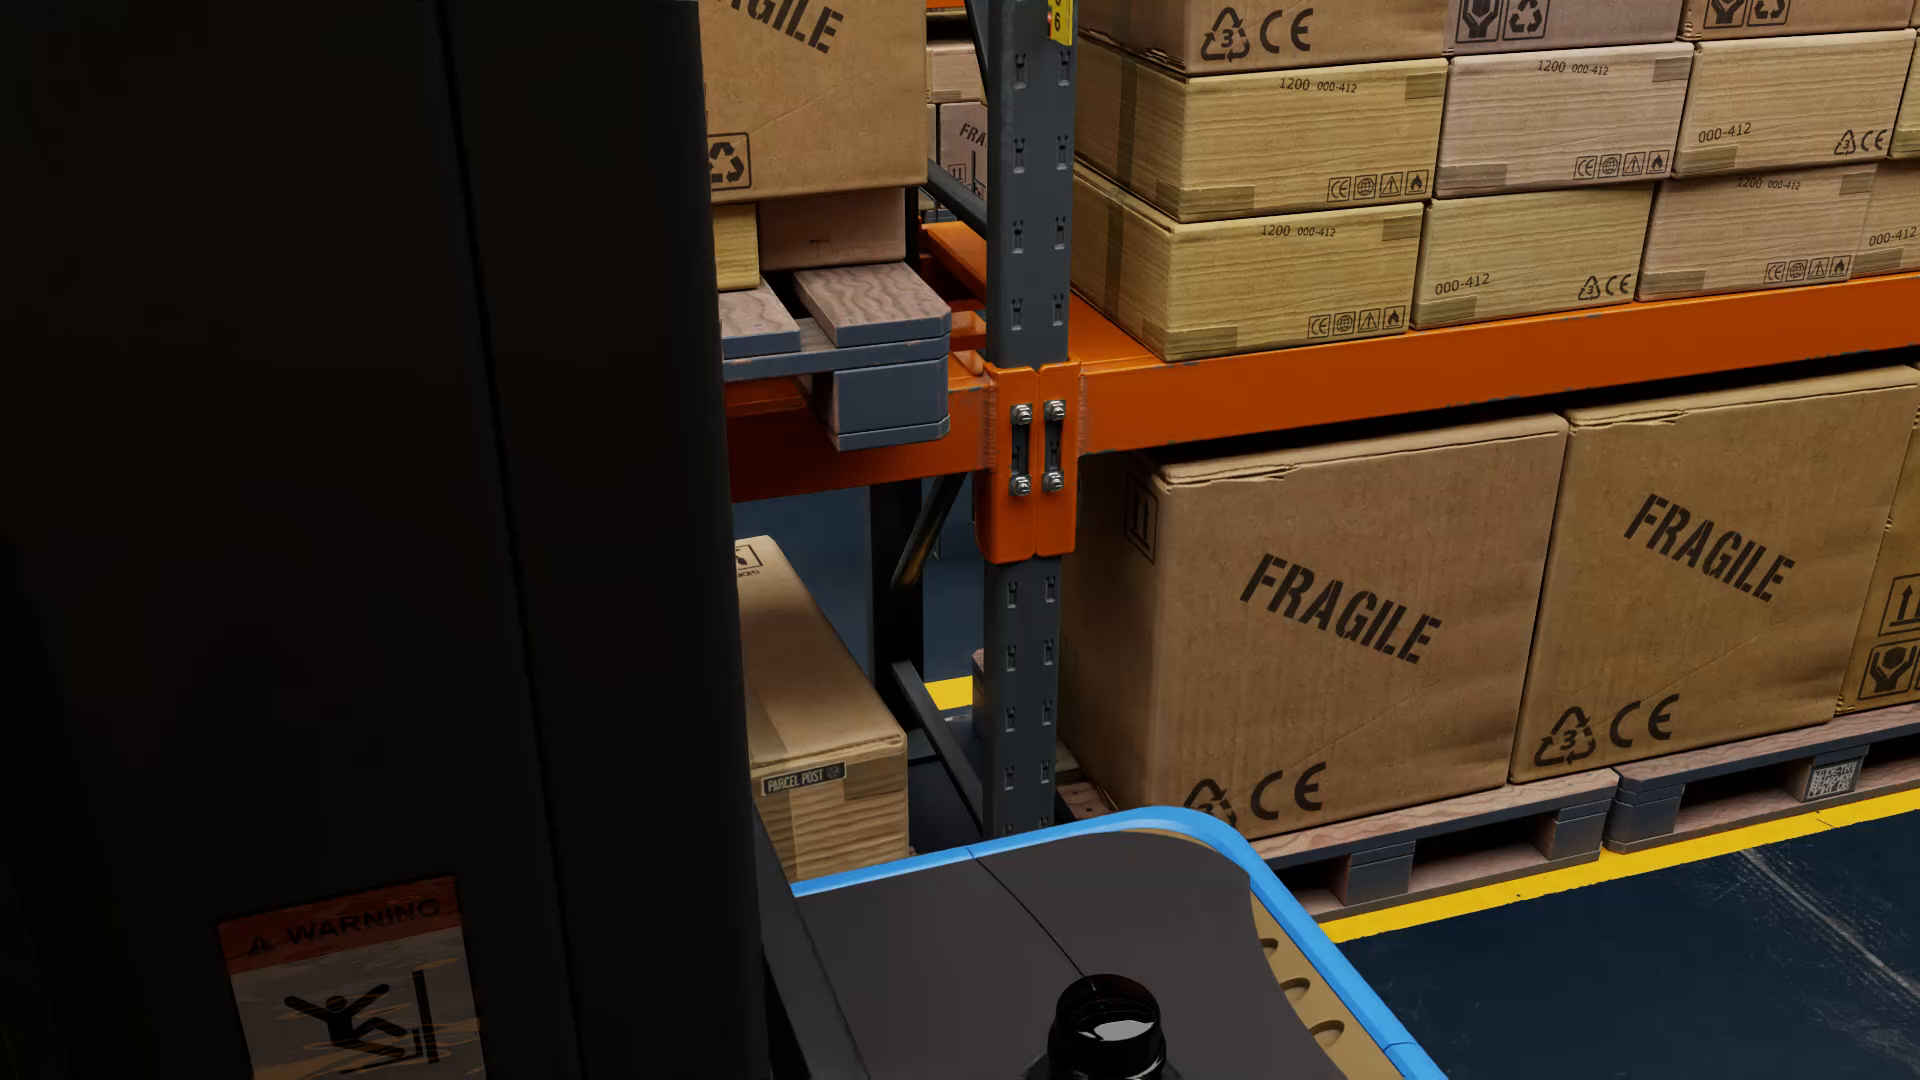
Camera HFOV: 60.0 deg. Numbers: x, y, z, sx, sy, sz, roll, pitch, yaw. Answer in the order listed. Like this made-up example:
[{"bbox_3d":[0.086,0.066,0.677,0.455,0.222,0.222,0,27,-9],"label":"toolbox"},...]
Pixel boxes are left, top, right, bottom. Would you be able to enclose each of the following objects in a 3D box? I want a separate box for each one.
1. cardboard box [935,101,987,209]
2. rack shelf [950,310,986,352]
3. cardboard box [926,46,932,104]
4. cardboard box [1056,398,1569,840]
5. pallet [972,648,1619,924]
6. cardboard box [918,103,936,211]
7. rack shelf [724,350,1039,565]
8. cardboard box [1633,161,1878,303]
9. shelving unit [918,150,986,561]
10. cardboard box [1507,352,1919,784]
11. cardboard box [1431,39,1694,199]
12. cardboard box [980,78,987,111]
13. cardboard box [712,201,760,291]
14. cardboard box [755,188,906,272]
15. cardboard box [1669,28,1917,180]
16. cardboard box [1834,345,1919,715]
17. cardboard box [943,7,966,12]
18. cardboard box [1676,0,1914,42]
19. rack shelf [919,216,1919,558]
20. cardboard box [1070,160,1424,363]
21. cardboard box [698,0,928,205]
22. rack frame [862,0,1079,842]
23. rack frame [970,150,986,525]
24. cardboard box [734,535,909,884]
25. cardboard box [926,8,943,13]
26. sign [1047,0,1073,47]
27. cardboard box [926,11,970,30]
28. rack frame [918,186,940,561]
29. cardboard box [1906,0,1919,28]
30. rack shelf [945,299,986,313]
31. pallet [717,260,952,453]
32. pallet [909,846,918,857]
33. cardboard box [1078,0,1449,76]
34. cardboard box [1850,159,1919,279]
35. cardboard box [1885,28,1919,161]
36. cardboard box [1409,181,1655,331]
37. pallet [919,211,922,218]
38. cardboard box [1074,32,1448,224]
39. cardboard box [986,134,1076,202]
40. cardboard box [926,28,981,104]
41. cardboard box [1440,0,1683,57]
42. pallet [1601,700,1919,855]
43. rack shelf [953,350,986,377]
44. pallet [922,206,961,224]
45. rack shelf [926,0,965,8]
[{"bbox_3d":[0.063,-1.951,8.144,0.500,0.500,0.500,-9,28,-17],"label":"cardboard box"},{"bbox_3d":[-0.014,-0.603,4.946,0.180,0.103,0.258,-8,28,-16],"label":"rack shelf"},{"bbox_3d":[-0.439,-2.216,7.836,0.500,0.250,0.500,-9,28,-17],"label":"cardboard box"},{"bbox_3d":[0.659,0.033,3.726,0.875,0.875,0.875,-8,28,-17],"label":"cardboard box"},{"bbox_3d":[0.750,0.502,4.001,1.213,0.211,1.003,-8,28,-16],"label":"pallet"},{"bbox_3d":[-0.423,-1.878,7.998,0.500,0.500,0.500,-8,27,-15],"label":"cardboard box"},{"bbox_3d":[-1.925,-0.073,2.832,4.000,0.370,1.077,-8,28,-16],"label":"rack shelf"},{"bbox_3d":[1.504,-0.712,3.479,0.500,0.250,0.500,-7,27,-14],"label":"cardboard box"},{"bbox_3d":[-0.014,-0.535,4.979,0.189,1.200,0.258,-8,28,-16],"label":"shelving unit"},{"bbox_3d":[1.509,-0.088,3.970,0.875,0.875,0.875,-8,27,-15],"label":"cardboard box"},{"bbox_3d":[1.027,-0.863,3.221,0.500,0.250,0.500,-8,27,-15],"label":"cardboard box"},{"bbox_3d":[0.359,-1.001,3.500,0.500,0.250,0.500,-8,28,-16],"label":"cardboard box"},{"bbox_3d":[-0.494,-0.534,2.762,0.250,0.149,0.380,-8,27,-15],"label":"cardboard box"},{"bbox_3d":[-0.262,-0.601,2.898,0.250,0.149,0.380,-7,27,-14],"label":"cardboard box"},{"bbox_3d":[1.505,-0.926,3.349,0.500,0.250,0.500,-8,28,-16],"label":"cardboard box"},{"bbox_3d":[2.359,-0.211,4.218,0.875,0.875,0.875,-7,27,-15],"label":"cardboard box"},{"bbox_3d":[0.109,-4.551,12.961,0.875,0.875,1.225,-8,28,-16],"label":"cardboard box"},{"bbox_3d":[1.487,-1.264,3.187,0.500,0.500,0.500,-7,27,-15],"label":"cardboard box"},{"bbox_3d":[1.879,-0.623,3.941,4.000,0.370,1.077,-8,28,-16],"label":"rack shelf"},{"bbox_3d":[0.520,-0.564,3.181,0.500,0.250,0.500,-9,28,-17],"label":"cardboard box"},{"bbox_3d":[-0.369,-0.856,2.682,0.500,0.500,0.500,-9,28,-18],"label":"cardboard box"},{"bbox_3d":[-0.023,-0.670,3.227,0.127,3.000,1.000,-8,28,-16],"label":"rack frame"},{"bbox_3d":[0.073,-0.548,5.005,0.006,1.200,0.240,-8,28,-16],"label":"rack frame"},{"bbox_3d":[-0.563,0.392,3.569,0.625,0.372,0.950,-10,28,-20],"label":"cardboard box"},{"bbox_3d":[-0.740,-4.427,12.712,0.875,0.875,1.225,-9,28,-18],"label":"cardboard box"},{"bbox_3d":[0.154,-0.925,2.527,0.005,0.325,0.100,-8,28,-16],"label":"sign"},{"bbox_3d":[-0.118,-2.496,8.400,0.500,0.250,0.500,-8,27,-15],"label":"cardboard box"},{"bbox_3d":[-0.101,-0.523,4.954,0.006,1.200,0.240,-8,28,-16],"label":"rack frame"},{"bbox_3d":[1.968,-1.332,3.324,0.500,0.500,0.500,-8,27,-15],"label":"cardboard box"},{"bbox_3d":[-0.014,-0.711,4.892,0.180,0.103,0.258,-8,28,-16],"label":"rack shelf"},{"bbox_3d":[-0.668,-0.441,2.981,1.003,0.211,1.213,-8,28,-16],"label":"pallet"},{"bbox_3d":[-0.767,0.686,3.631,1.213,0.211,1.003,-8,28,-16],"label":"pallet"},{"bbox_3d":[0.522,-1.127,2.911,0.500,0.500,0.500,-9,28,-18],"label":"cardboard box"},{"bbox_3d":[1.972,-0.781,3.619,0.500,0.250,0.500,-8,28,-16],"label":"cardboard box"},{"bbox_3d":[1.991,-0.991,3.479,0.500,0.250,0.500,-8,27,-15],"label":"cardboard box"},{"bbox_3d":[1.003,-0.642,3.339,0.500,0.250,0.500,-9,28,-18],"label":"cardboard box"},{"bbox_3d":[-0.909,-1.607,8.250,1.213,0.211,1.003,-8,28,-16],"label":"pallet"},{"bbox_3d":[0.535,-0.792,3.079,0.500,0.250,0.500,-8,28,-16],"label":"cardboard box"},{"bbox_3d":[0.377,-0.782,3.621,0.500,0.250,0.500,-9,28,-18],"label":"cardboard box"},{"bbox_3d":[0.035,-2.279,7.962,0.500,0.250,0.500,-8,28,-16],"label":"cardboard box"},{"bbox_3d":[0.990,-1.200,3.056,0.500,0.500,0.500,-8,28,-16],"label":"cardboard box"},{"bbox_3d":[1.908,0.336,4.336,1.213,0.211,1.003,-8,28,-16],"label":"pallet"},{"bbox_3d":[-0.014,-0.496,4.999,0.180,0.103,0.258,-8,28,-16],"label":"rack shelf"},{"bbox_3d":[0.249,-1.774,8.585,1.213,0.211,1.003,-8,28,-16],"label":"pallet"},{"bbox_3d":[0.250,-2.702,8.129,4.000,0.370,1.077,-8,28,-16],"label":"rack shelf"}]
